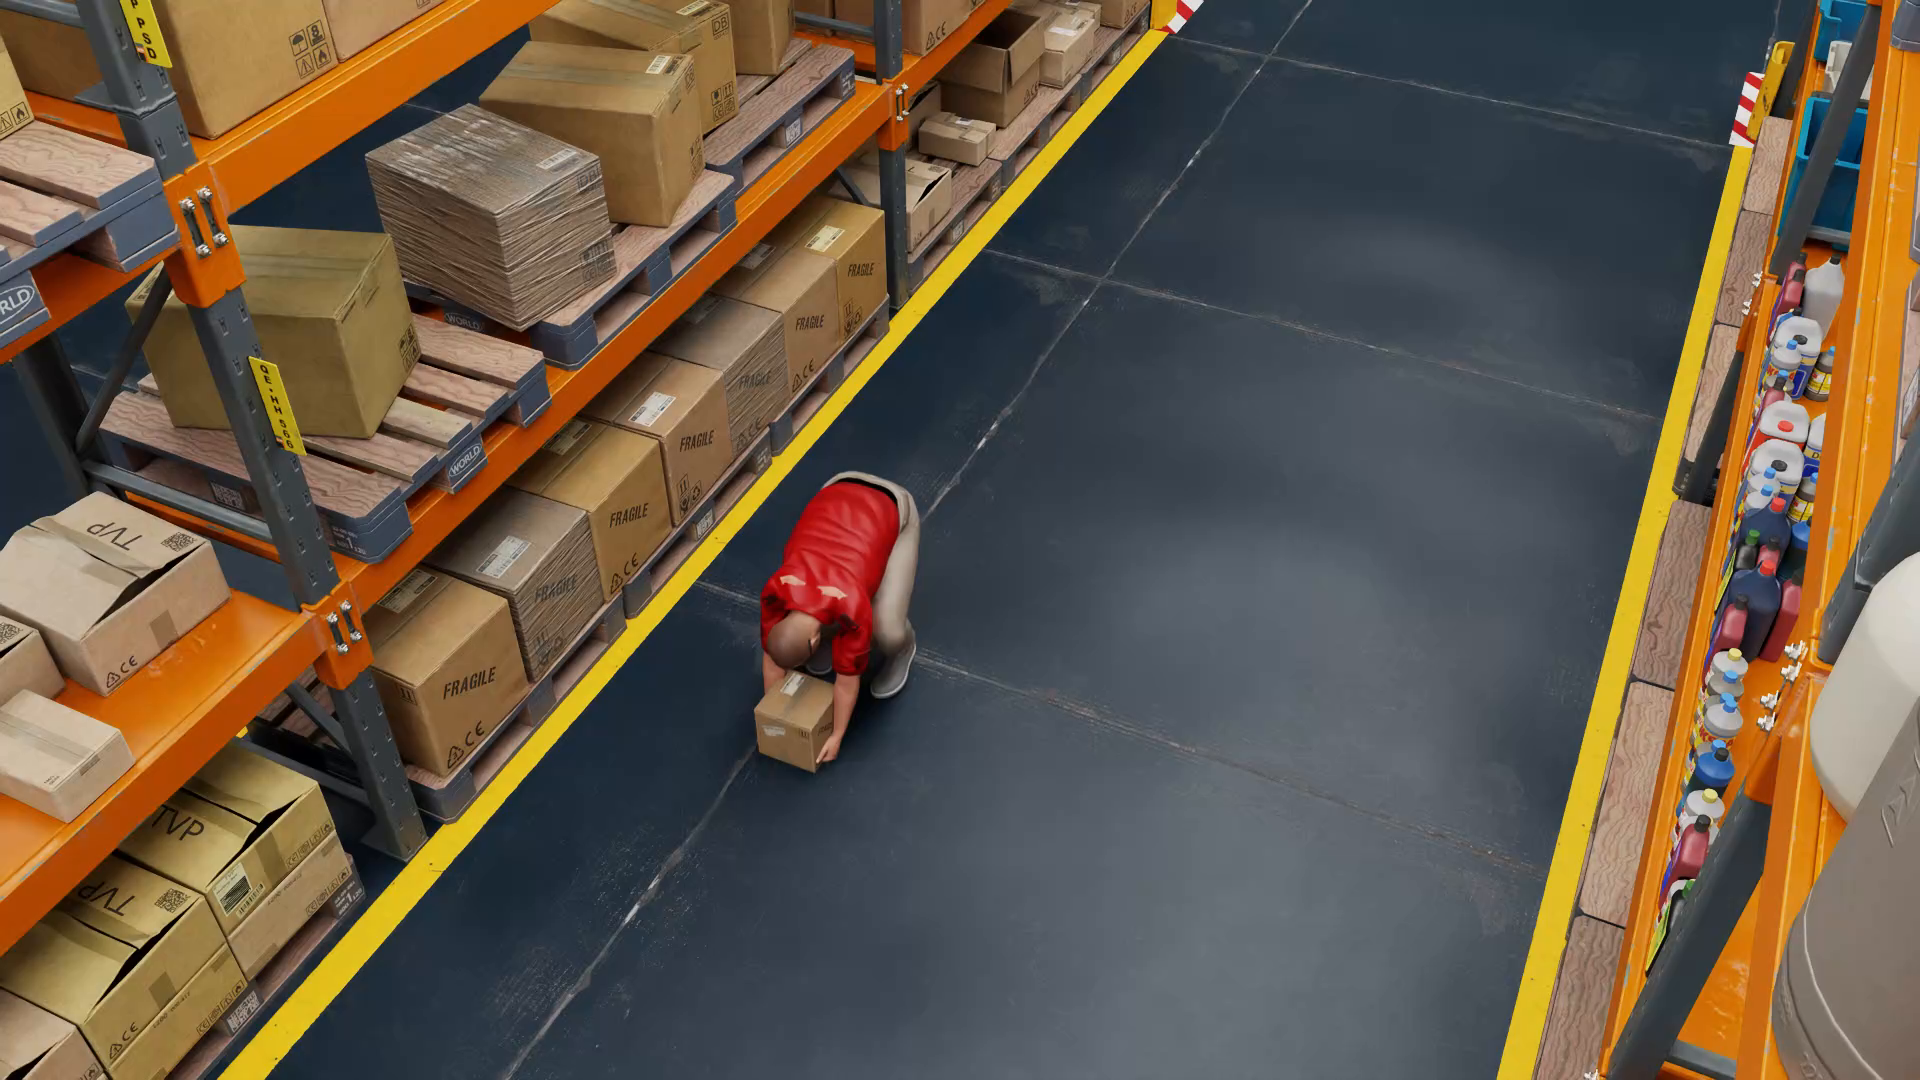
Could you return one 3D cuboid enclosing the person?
[{"bbox_3d":[-0.473,0.291,6.487,0.544,0.884,0.957,16,44,17],"label":"person"}]
